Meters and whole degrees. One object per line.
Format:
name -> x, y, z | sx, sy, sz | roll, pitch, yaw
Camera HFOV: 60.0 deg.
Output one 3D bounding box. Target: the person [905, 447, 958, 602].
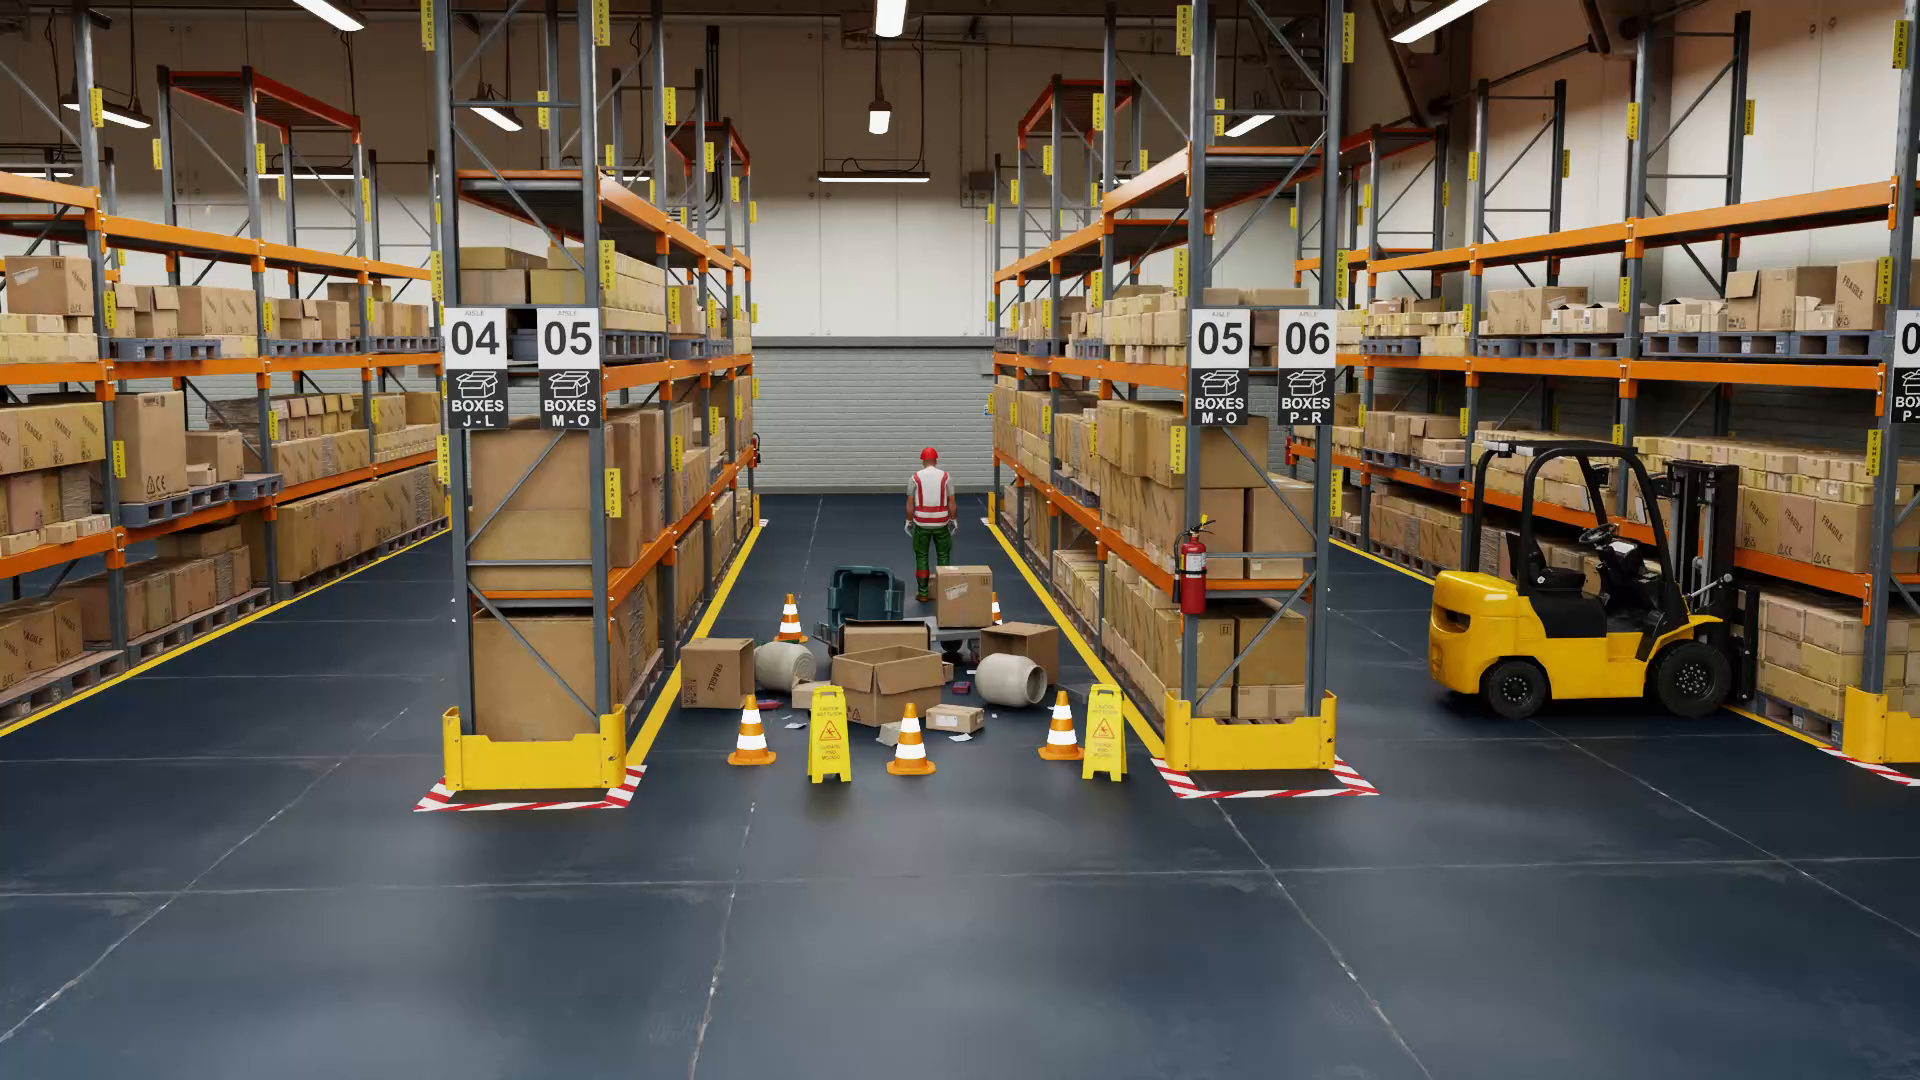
person -> -0.329, -0.185, 19.236 | 0.608, 1.779, 0.453 | 0, 7, -4
